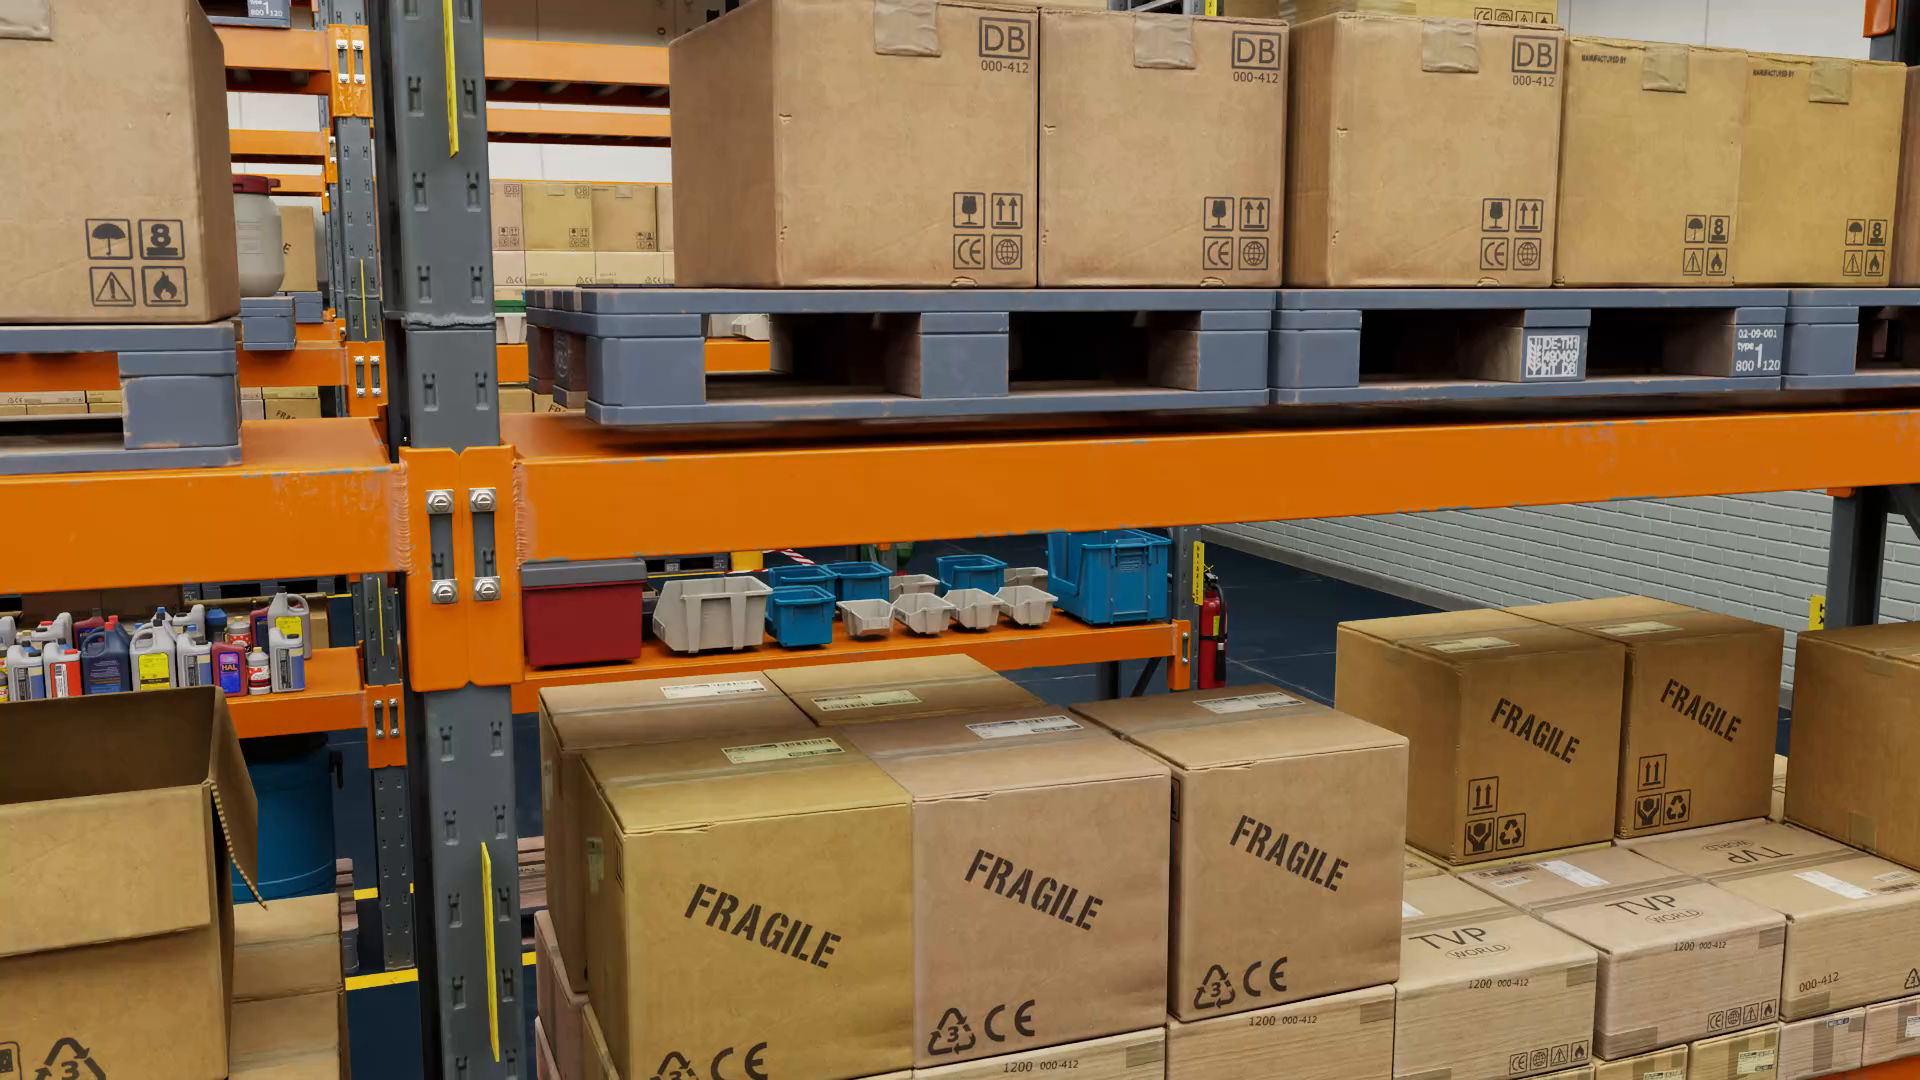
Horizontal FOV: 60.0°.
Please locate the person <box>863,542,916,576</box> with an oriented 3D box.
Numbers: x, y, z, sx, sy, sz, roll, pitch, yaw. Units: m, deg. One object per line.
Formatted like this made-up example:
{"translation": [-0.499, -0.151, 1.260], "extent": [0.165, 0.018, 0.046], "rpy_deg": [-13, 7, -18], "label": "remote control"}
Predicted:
{"translation": [-0.759, 0.047, 15.903], "extent": [0.585, 1.201, 0.845], "rpy_deg": [-3, 9, -21], "label": "person"}
